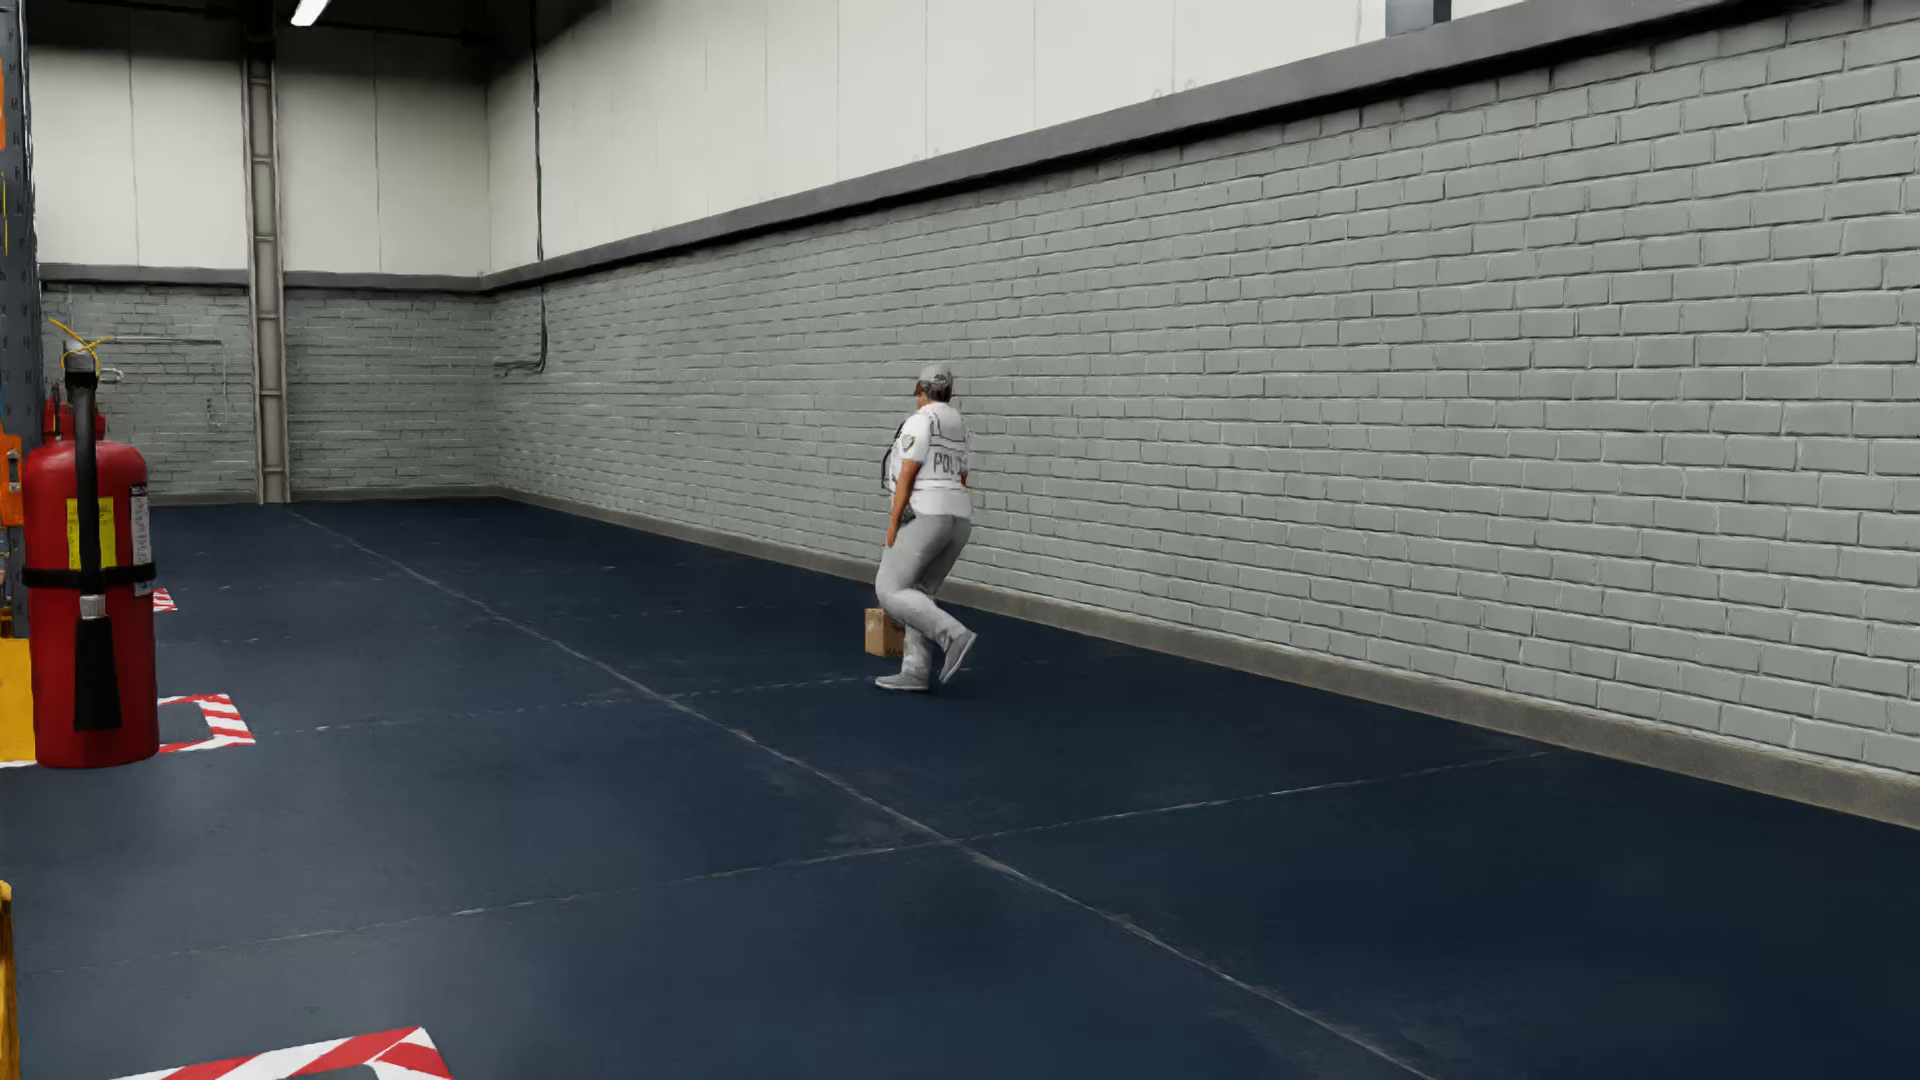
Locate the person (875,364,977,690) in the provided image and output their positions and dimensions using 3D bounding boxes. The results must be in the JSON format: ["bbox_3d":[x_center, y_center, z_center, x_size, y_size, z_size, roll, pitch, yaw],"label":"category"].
[{"bbox_3d":[-0.123,-0.059,8.291,0.609,1.630,0.548,3,6,30],"label":"person"}]
